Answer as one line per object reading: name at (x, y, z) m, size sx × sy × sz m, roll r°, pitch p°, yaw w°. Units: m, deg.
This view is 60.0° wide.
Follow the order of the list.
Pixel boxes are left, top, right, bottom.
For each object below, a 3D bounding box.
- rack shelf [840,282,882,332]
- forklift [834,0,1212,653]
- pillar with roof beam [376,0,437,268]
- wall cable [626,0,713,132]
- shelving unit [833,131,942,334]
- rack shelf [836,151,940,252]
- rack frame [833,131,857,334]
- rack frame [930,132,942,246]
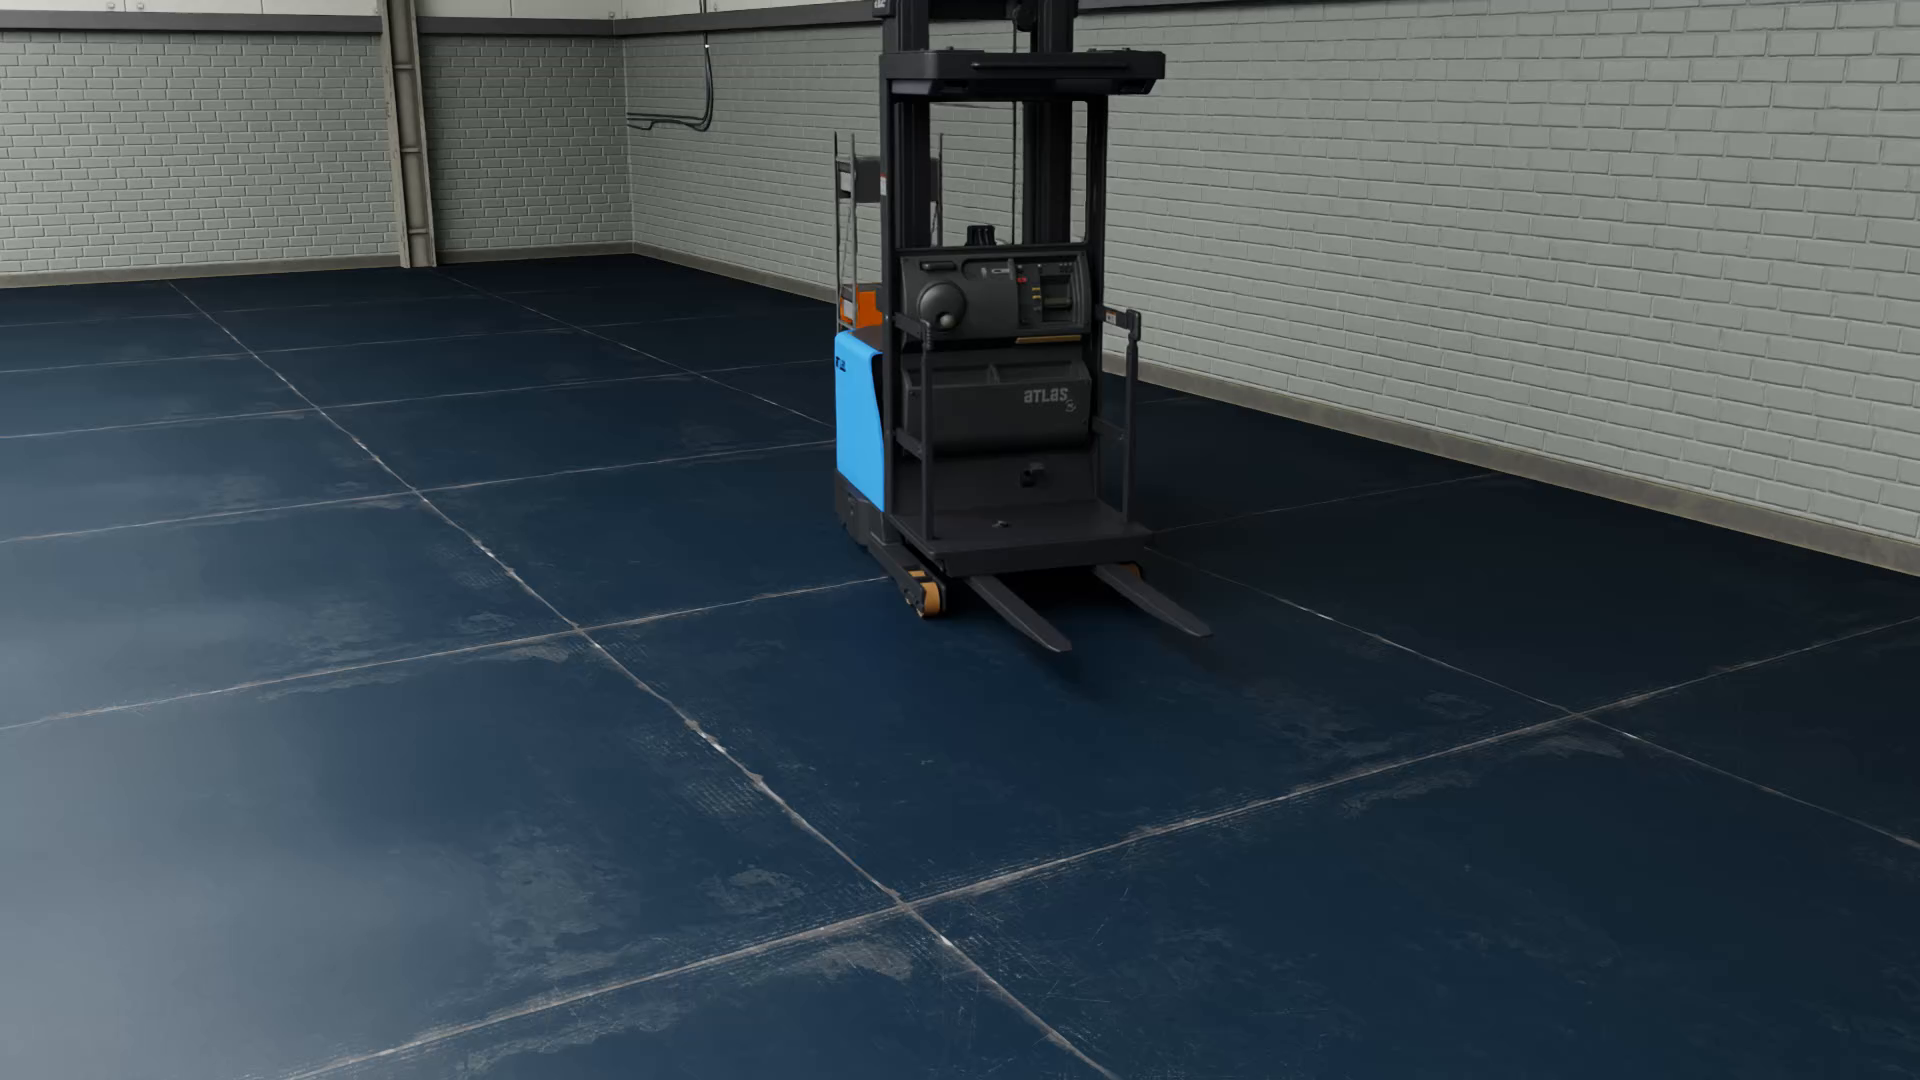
rack shelf at (-0.401, -1.204, 9.365) m, size 0.480 × 0.518 × 0.431 m, roll -5°, pitch 16°, yaw -18°
forklift at (0.242, -1.176, 7.674) m, size 1.130 × 2.935 × 3.031 m, roll -5°, pitch 16°, yaw -17°
pillar with roof beam at (-4.813, -6.894, 16.831) m, size 0.400 × 9.000 × 9.100 m, roll -9°, pitch 18°, yaw -30°
wall cable at (-3.824, -6.498, 21.173) m, size 0.112 × 2.526 × 3.097 m, roll -9°, pitch 18°, yaw -30°
shelving unit at (-0.401, -1.217, 9.361) m, size 0.503 × 2.100 × 0.431 m, roll -5°, pitch 16°, yaw -18°
rack shelf at (-0.401, -1.878, 9.176) m, size 0.480 × 0.518 × 0.431 m, roll -5°, pitch 16°, yaw -18°
rack frame at (-0.632, -1.196, 9.287) m, size 0.015 × 2.100 × 0.400 m, roll -5°, pitch 16°, yaw -18°
rack frame at (-0.169, -1.238, 9.436) m, size 0.015 × 2.100 × 0.400 m, roll -5°, pitch 16°, yaw -18°
